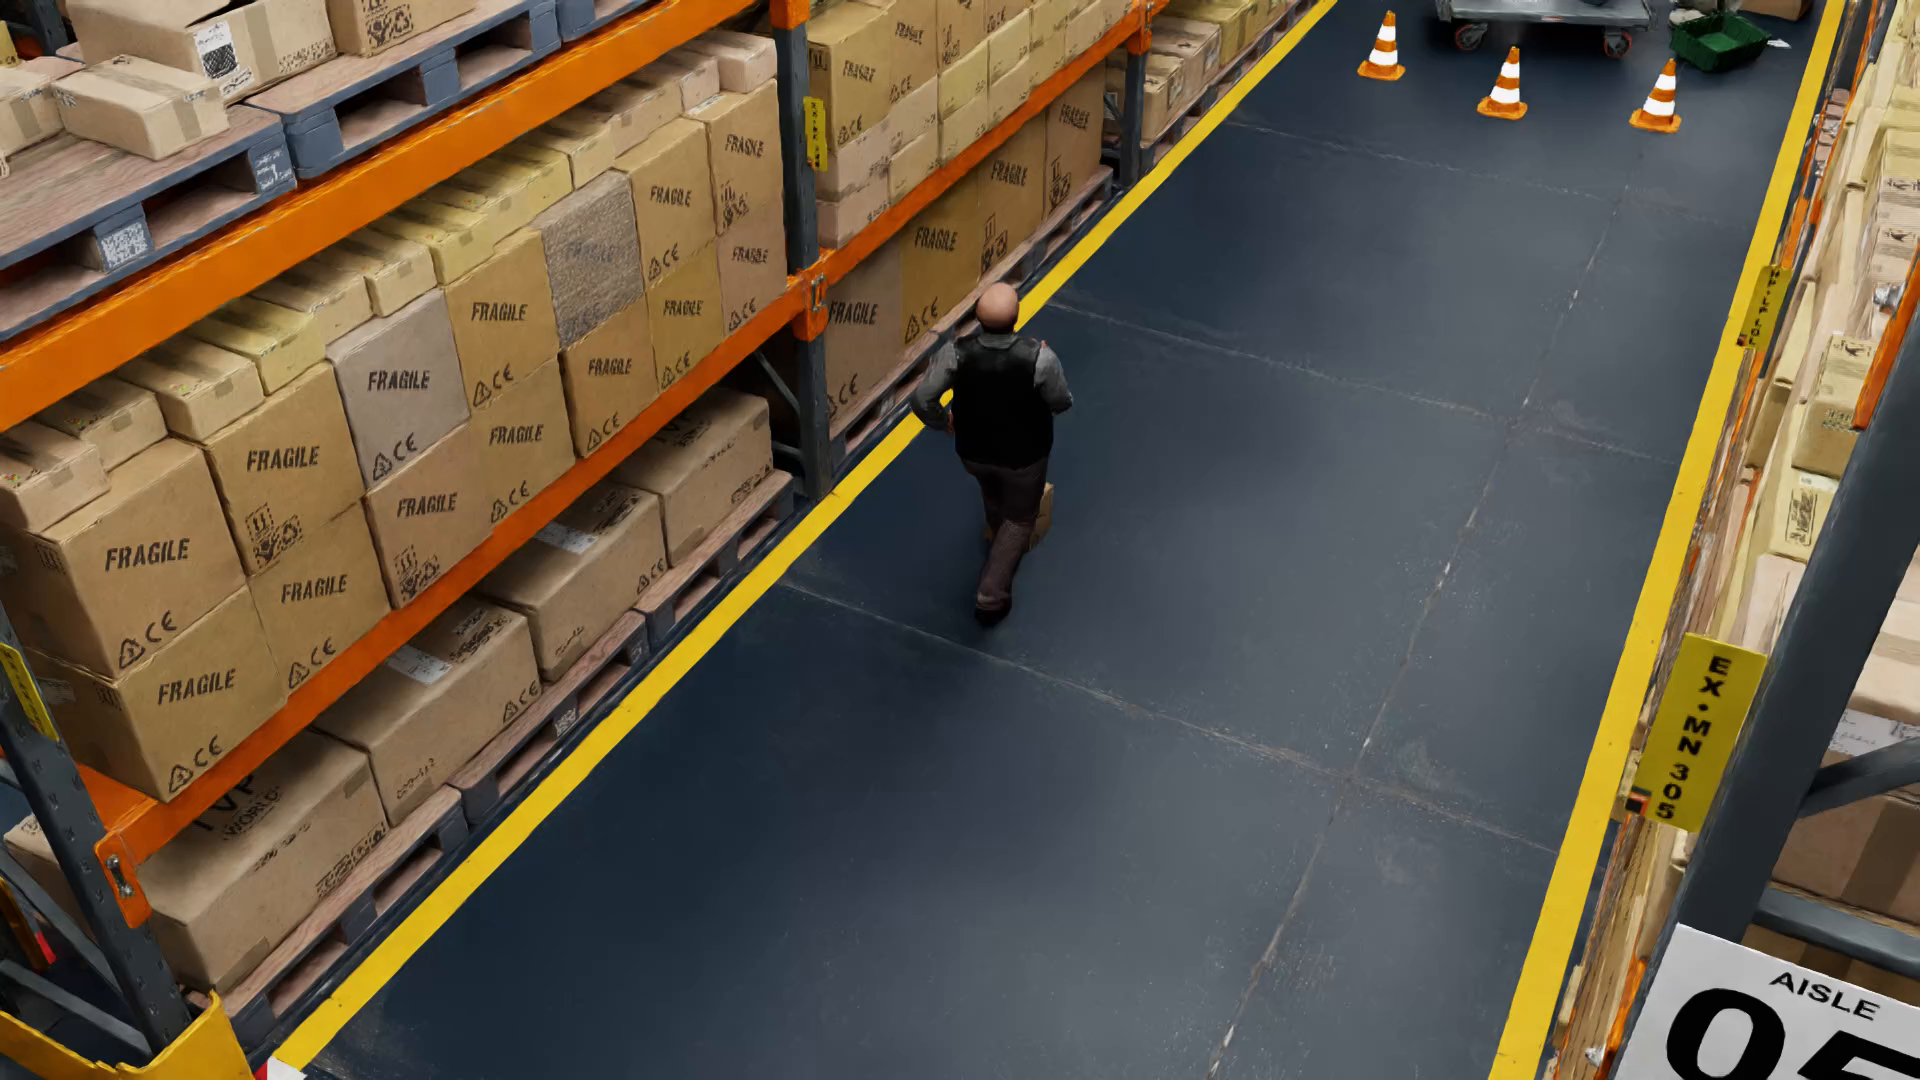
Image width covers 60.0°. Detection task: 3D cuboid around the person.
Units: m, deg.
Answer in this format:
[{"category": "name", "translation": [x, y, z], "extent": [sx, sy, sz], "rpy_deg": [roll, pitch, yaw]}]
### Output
[{"category": "person", "translation": [0.226, -0.458, 7.372], "extent": [0.617, 1.702, 0.841], "rpy_deg": [16, 40, 19]}]
